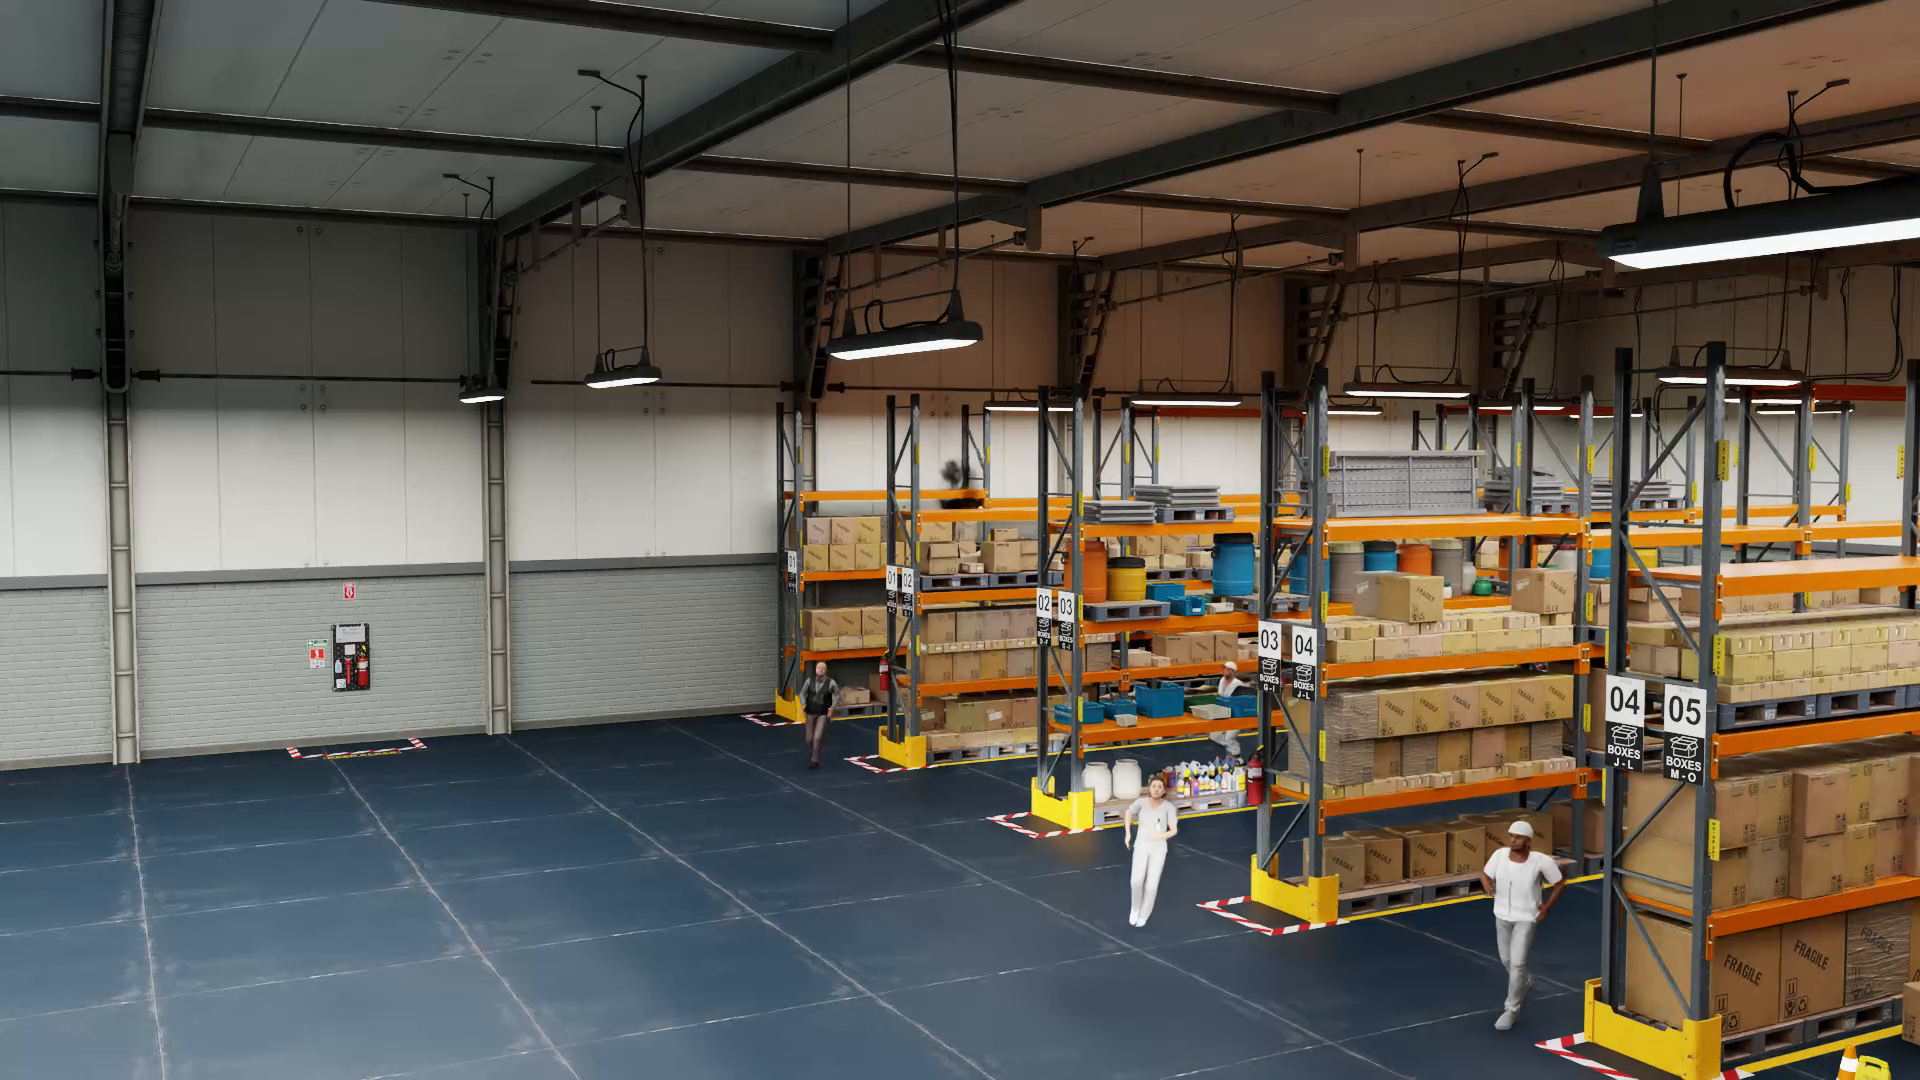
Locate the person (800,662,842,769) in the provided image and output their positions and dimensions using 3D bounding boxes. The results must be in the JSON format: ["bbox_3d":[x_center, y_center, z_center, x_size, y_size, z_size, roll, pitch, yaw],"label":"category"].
[{"bbox_3d":[-2.253,2.809,26.806,0.702,1.688,0.748,0,3,8],"label":"person"}]

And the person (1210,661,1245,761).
[{"bbox_3d":[4.301,2.798,26.633,0.590,1.719,0.608,-3,4,-40],"label":"person"}]

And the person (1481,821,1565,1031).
[{"bbox_3d":[5.010,3.421,15.001,0.856,1.795,0.703,-3,4,-43],"label":"person"}]

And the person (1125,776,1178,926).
[{"bbox_3d":[2.043,3.336,17.801,0.571,1.601,0.572,0,3,8],"label":"person"}]
